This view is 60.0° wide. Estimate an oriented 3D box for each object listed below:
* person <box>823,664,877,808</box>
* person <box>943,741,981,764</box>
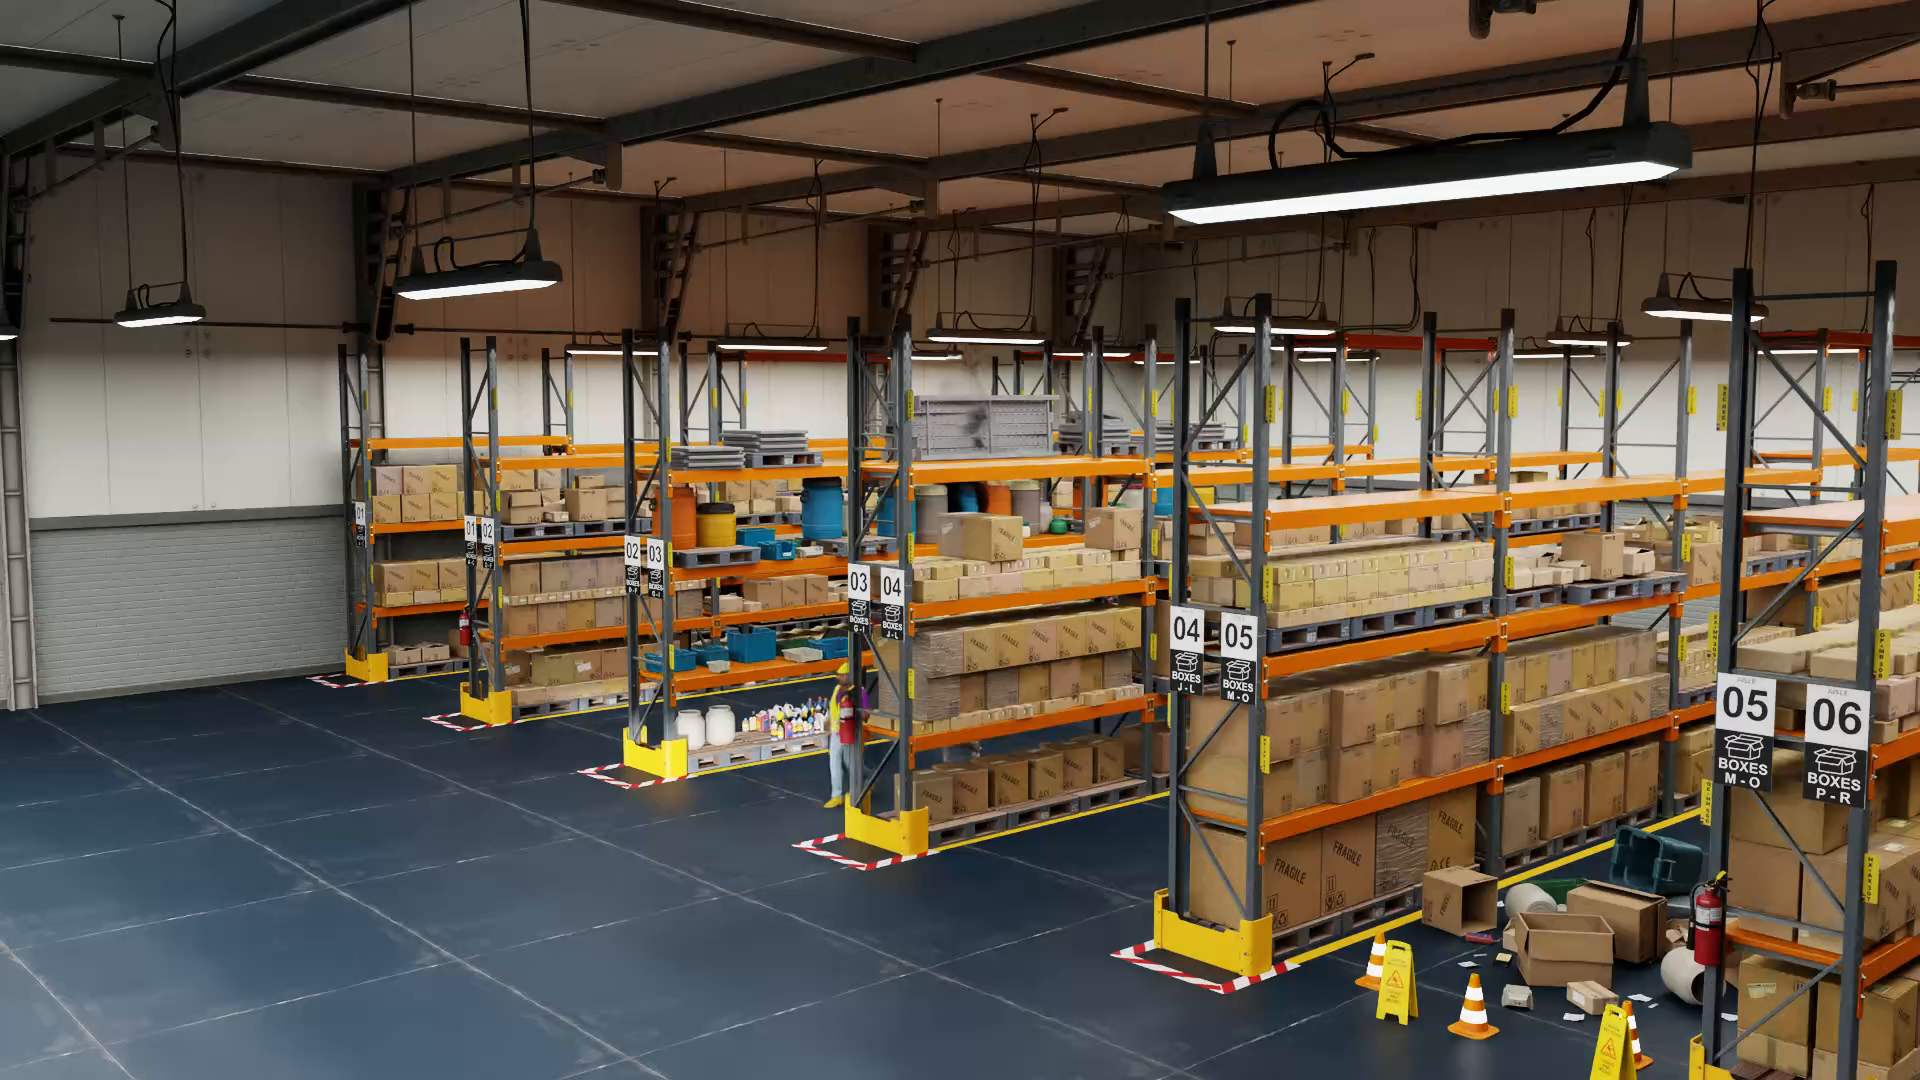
[{"bbox_3d":[-1.402,2.421,20.805,0.701,1.769,0.827,4,7,38],"label":"person"},{"bbox_3d":[-0.034,2.369,22.492,0.547,1.564,0.768,4,7,39],"label":"person"}]
